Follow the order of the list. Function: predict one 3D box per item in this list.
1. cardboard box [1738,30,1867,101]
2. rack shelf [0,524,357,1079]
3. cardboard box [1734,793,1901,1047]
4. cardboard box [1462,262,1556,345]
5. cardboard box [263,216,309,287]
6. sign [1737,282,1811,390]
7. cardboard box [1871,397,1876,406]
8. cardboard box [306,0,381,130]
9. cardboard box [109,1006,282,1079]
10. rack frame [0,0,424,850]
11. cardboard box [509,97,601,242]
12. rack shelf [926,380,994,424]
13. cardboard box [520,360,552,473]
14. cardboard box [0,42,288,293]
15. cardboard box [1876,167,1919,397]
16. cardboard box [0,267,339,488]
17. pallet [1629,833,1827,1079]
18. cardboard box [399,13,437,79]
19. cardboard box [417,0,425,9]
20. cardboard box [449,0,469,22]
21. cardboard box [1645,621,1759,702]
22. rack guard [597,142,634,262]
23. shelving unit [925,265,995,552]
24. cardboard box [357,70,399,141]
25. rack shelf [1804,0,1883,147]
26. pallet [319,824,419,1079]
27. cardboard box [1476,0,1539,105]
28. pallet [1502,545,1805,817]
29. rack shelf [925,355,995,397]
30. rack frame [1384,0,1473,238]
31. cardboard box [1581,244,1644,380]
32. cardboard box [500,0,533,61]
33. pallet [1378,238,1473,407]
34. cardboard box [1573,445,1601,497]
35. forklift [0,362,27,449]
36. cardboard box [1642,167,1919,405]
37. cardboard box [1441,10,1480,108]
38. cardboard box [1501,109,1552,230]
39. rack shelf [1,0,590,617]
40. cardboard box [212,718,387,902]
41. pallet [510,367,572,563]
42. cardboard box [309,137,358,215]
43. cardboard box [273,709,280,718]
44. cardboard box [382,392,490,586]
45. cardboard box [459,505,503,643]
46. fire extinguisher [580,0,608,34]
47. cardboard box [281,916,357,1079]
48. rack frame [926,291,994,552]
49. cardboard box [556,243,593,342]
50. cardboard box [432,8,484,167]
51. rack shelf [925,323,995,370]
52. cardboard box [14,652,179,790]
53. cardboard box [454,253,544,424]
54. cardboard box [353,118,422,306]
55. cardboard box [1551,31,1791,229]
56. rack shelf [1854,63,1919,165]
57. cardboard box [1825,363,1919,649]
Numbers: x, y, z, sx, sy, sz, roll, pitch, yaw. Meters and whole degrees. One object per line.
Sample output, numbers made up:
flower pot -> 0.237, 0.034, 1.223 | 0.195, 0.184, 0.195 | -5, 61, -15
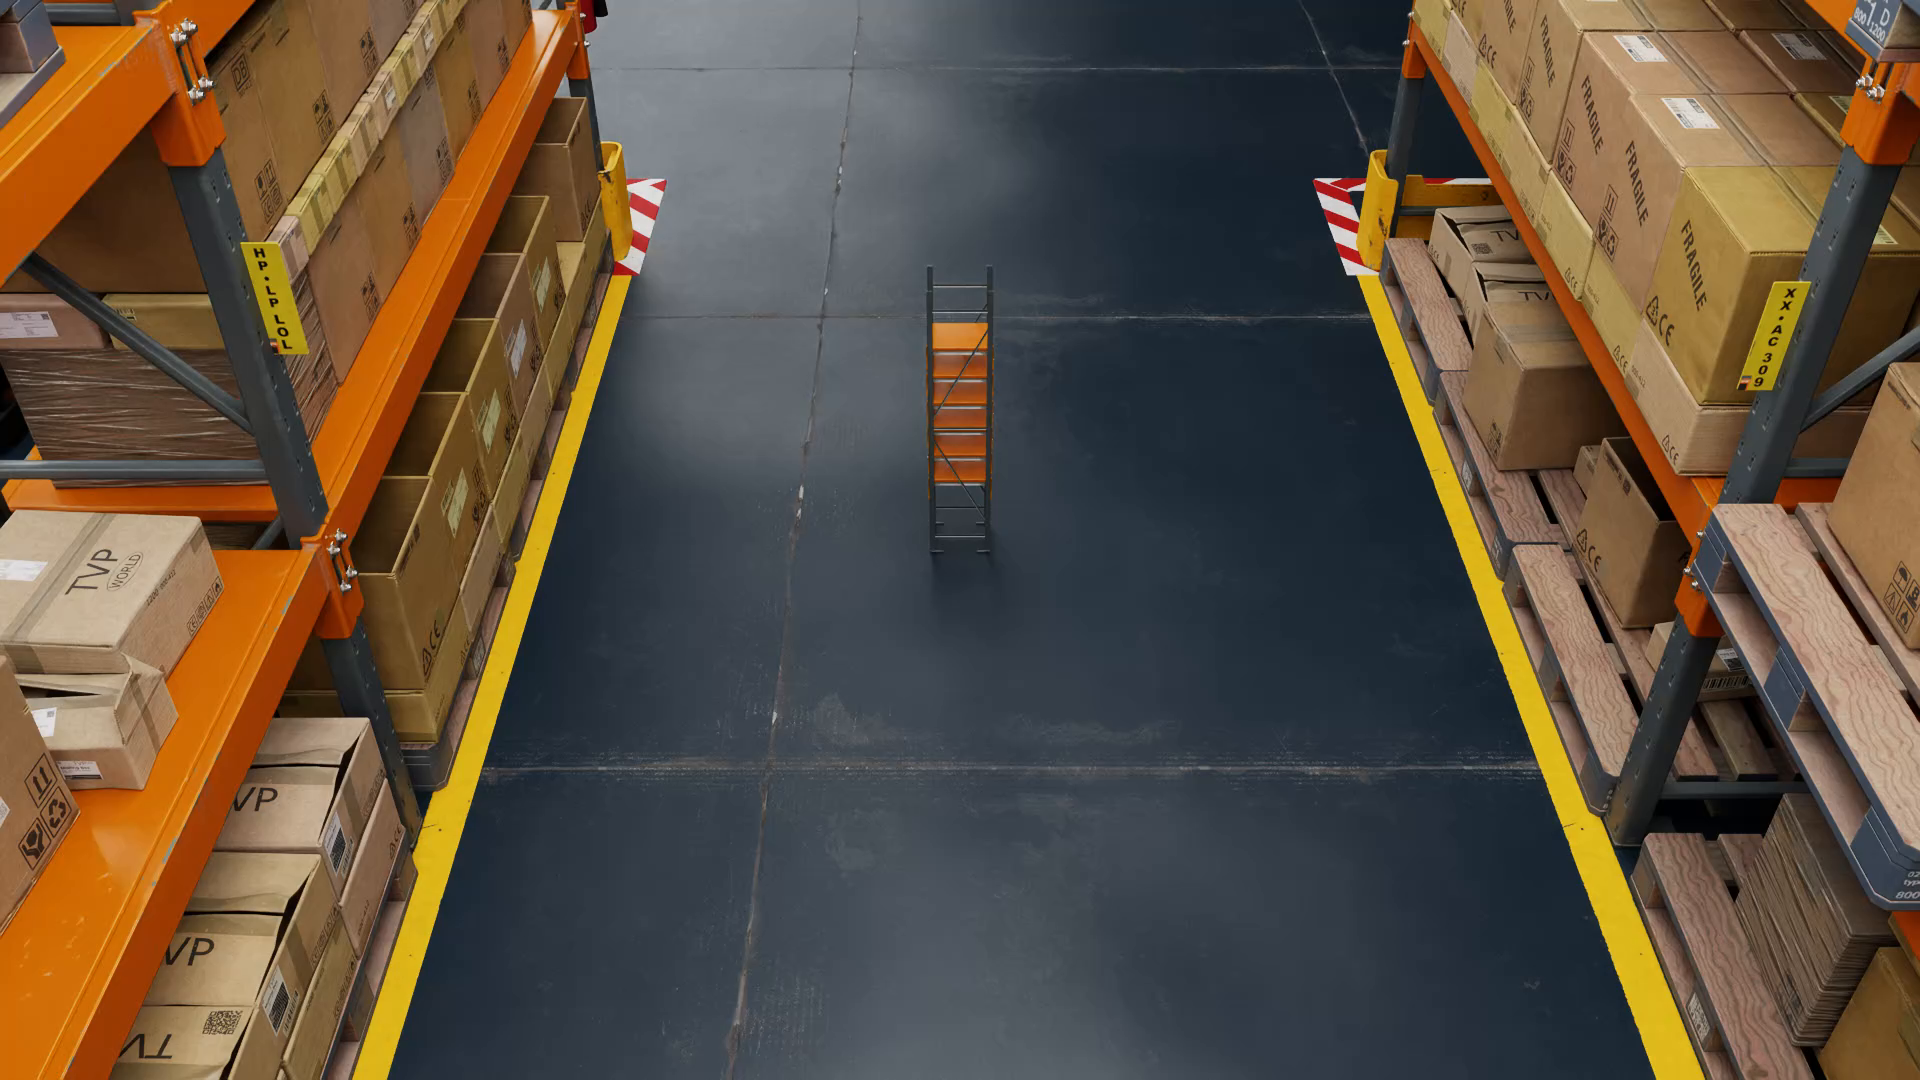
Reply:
cardboard box -> 2.873, -1.365, 5.559 | 0.500, 0.500, 0.500 | 1, 39, 1
rack shelf -> -2.295, 1.344, 3.250 | 1.077, 0.370, 4.000 | 0, 39, 0
cardboard box -> 2.674, 1.070, 4.663 | 0.700, 0.500, 0.500 | 1, 39, 1
cardboard box -> 2.563, -1.028, 7.433 | 0.500, 0.311, 0.500 | 3, 39, 4
cardboard box -> -2.105, -0.805, 4.757 | 0.380, 0.149, 0.250 | 0, 39, 1
sign -> 2.114, -0.526, 4.316 | 0.100, 0.325, 0.005 | 0, 39, 0
cardboard box -> 2.870, -0.437, 5.001 | 0.500, 0.250, 0.500 | 0, 39, 0
cardboard box -> -2.306, -1.640, 5.280 | 0.700, 0.500, 0.500 | 0, 39, 0
cardboard box -> -2.005, 1.393, 4.028 | 0.500, 0.311, 0.500 | 0, 39, 0
rack frame -> -2.298, -0.188, 4.586 | 1.000, 3.000, 0.127 | 0, 39, 0
cardboard box -> -2.004, -1.737, 7.783 | 0.500, 0.500, 0.500 | 0, 39, 0
rack shelf -> 0.000, -0.536, 6.339 | 0.258, 0.103, 0.180 | 0, 39, 0
cardboard box -> -1.992, -0.507, 6.847 | 0.500, 0.250, 0.500 | 0, 39, 0
cardboard box -> -2.304, -1.010, 4.495 | 0.700, 0.500, 0.500 | 0, 39, 0
cardboard box -> 2.864, -0.730, 4.766 | 0.500, 0.500, 0.500 | -1, 39, -1
cardboard box -> -2.304, -0.504, 4.901 | 0.700, 0.500, 0.500 | -1, 39, -1
pallet -> 2.659, 1.381, 4.857 | 1.003, 0.211, 1.213 | 0, 39, 0
cardboard box -> -2.107, -1.772, 5.964 | 0.380, 0.149, 0.250 | -1, 39, -1
cardboard box -> -2.307, -2.265, 6.061 | 0.700, 0.500, 0.500 | 0, 39, 0
cardboard box -> -2.110, -2.097, 6.370 | 0.380, 0.149, 0.250 | 1, 39, 1
cardboard box -> 2.626, 0.406, 5.759 | 0.380, 0.166, 0.250 | -5, 39, -6
rack guard -> -2.302, -1.729, 8.507 | 1.175, 0.500, 0.348 | 0, 39, 0
shelving unit -> 0.000, -0.477, 6.386 | 0.258, 1.200, 0.189 | 0, 39, 0
cardboard box -> -2.110, -1.454, 5.567 | 0.380, 0.149, 0.250 | -1, 39, -1
rack shelf -> 2.654, -2.334, 5.441 | 1.077, 0.370, 4.000 | 0, 39, 0
pallet -> -2.258, 1.361, 4.883 | 1.003, 0.211, 1.213 | 0, 39, 0
cardboard box -> 2.336, -2.006, 6.359 | 0.500, 0.500, 0.500 | -1, 39, -2
pallet -> 2.620, 0.475, 5.989 | 1.003, 0.211, 1.213 | 0, 39, 0
rack shelf -> 0.000, -0.630, 6.264 | 0.258, 0.103, 0.180 | 0, 39, 0
rack frame -> 2.652, -2.695, 7.714 | 1.000, 3.000, 0.127 | 0, 39, 0
cardboard box -> 2.360, -0.750, 5.392 | 0.500, 0.250, 0.500 | 0, 39, 0
cardboard box -> -2.314, -2.436, 7.311 | 0.700, 0.500, 0.500 | 0, 39, 0
pallet -> 2.617, -1.051, 7.893 | 1.003, 0.211, 1.213 | 0, 39, 0
cardboard box -> 2.674, -0.253, 6.595 | 0.380, 0.149, 0.250 | -3, 39, -4
forklift -> -4.649, -1.758, 6.601 | 1.130, 2.935, 3.031 | 3, 39, 4
cardboard box -> 2.346, -0.731, 4.768 | 0.500, 0.500, 0.500 | 0, 39, 0
cardboard box -> 2.349, -2.014, 6.969 | 0.500, 0.250, 0.500 | -1, 39, -1
cardboard box -> 2.342, -1.379, 6.177 | 0.500, 0.250, 0.500 | 0, 39, 0
rack shelf -> -2.300, -1.158, 6.371 | 1.077, 0.370, 4.000 | 0, 39, 0
cardboard box -> -2.010, 0.756, 4.823 | 0.500, 0.311, 0.500 | 0, 39, 0
pallet -> -2.261, -0.362, 7.033 | 1.003, 0.211, 1.213 | 0, 39, 0
cardboard box -> -2.108, -1.130, 5.163 | 0.380, 0.149, 0.250 | 0, 39, 0
cardboard box -> -2.517, 0.432, 5.676 | 0.500, 0.250, 0.500 | 0, 39, 0
cardboard box -> -1.993, -0.174, 5.832 | 0.500, 0.500, 0.500 | 0, 39, 0
cardboard box -> -1.990, 0.119, 6.066 | 0.500, 0.250, 0.500 | 0, 39, 0
fire extinguisher -> -1.838, -2.733, 7.824 | 0.296, 0.674, 0.183 | 0, 39, 0
cardboard box -> -2.008, 1.297, 4.596 | 0.500, 0.250, 0.500 | -1, 39, -1
rack frame -> 0.000, -0.420, 6.315 | 0.240, 1.200, 0.006 | 0, 39, 0
cardboard box -> -1.993, -1.132, 7.627 | 0.500, 0.250, 0.500 | 0, 39, 0
cardboard box -> -2.314, -1.797, 6.514 | 0.700, 0.500, 0.500 | 0, 39, 0
rack shelf -> 0.000, -0.724, 6.189 | 0.258, 0.103, 0.180 | 0, 39, 0
cardboard box -> -2.113, 0.414, 3.942 | 0.396, 0.266, 0.258 | -1, 39, -1
cardboard box -> -1.989, -0.799, 6.612 | 0.500, 0.500, 0.500 | 0, 39, 0
cardboard box -> -2.308, -1.148, 5.704 | 0.700, 0.500, 0.500 | 1, 39, 1
cardboard box -> 2.350, -1.358, 5.550 | 0.500, 0.500, 0.500 | -1, 39, -1
rack shelf -> 2.658, 0.167, 2.319 | 1.077, 0.370, 4.000 | 0, 39, 0
cardboard box -> 2.623, -0.086, 4.027 | 0.700, 0.500, 0.500 | 0, 39, 0
